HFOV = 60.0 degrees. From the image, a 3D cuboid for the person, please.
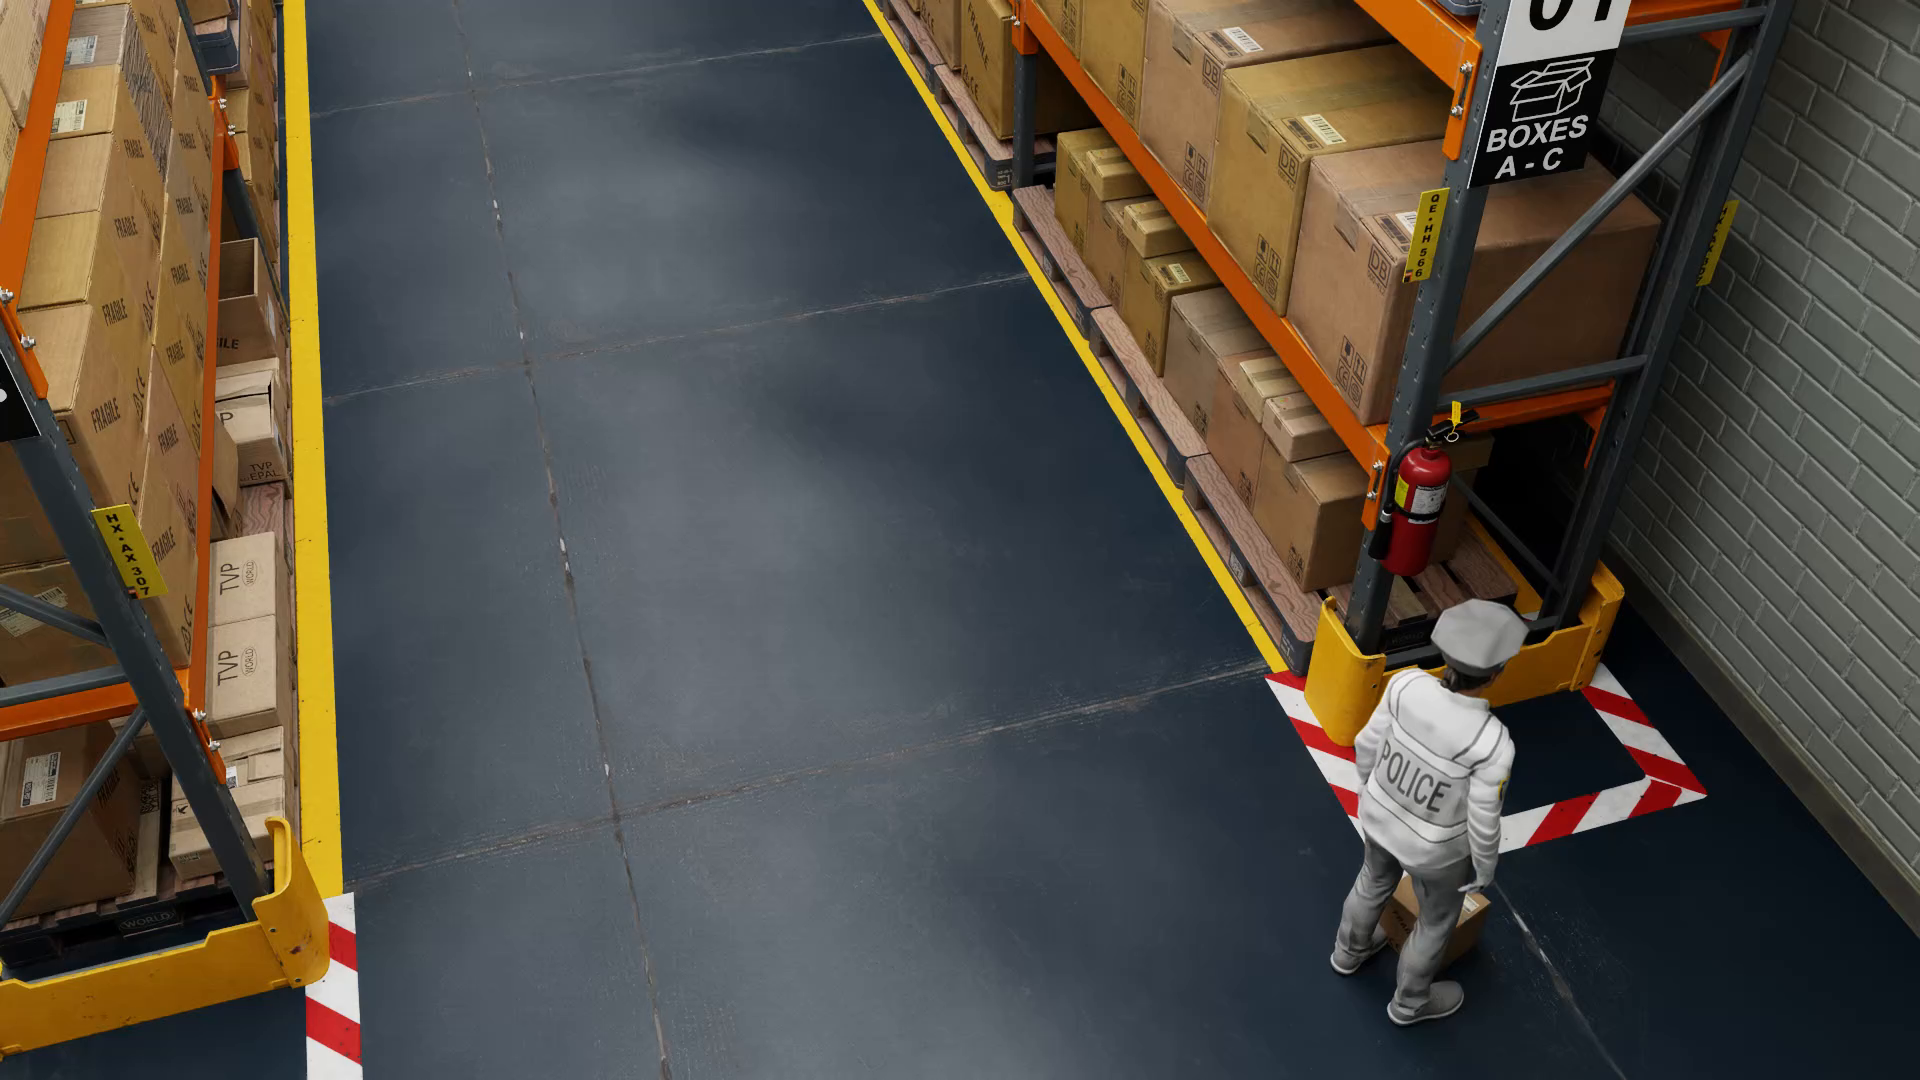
[{"bbox_3d":[1.445,0.887,5.191,0.375,1.661,0.533,-28,49,-27],"label":"person"}]
